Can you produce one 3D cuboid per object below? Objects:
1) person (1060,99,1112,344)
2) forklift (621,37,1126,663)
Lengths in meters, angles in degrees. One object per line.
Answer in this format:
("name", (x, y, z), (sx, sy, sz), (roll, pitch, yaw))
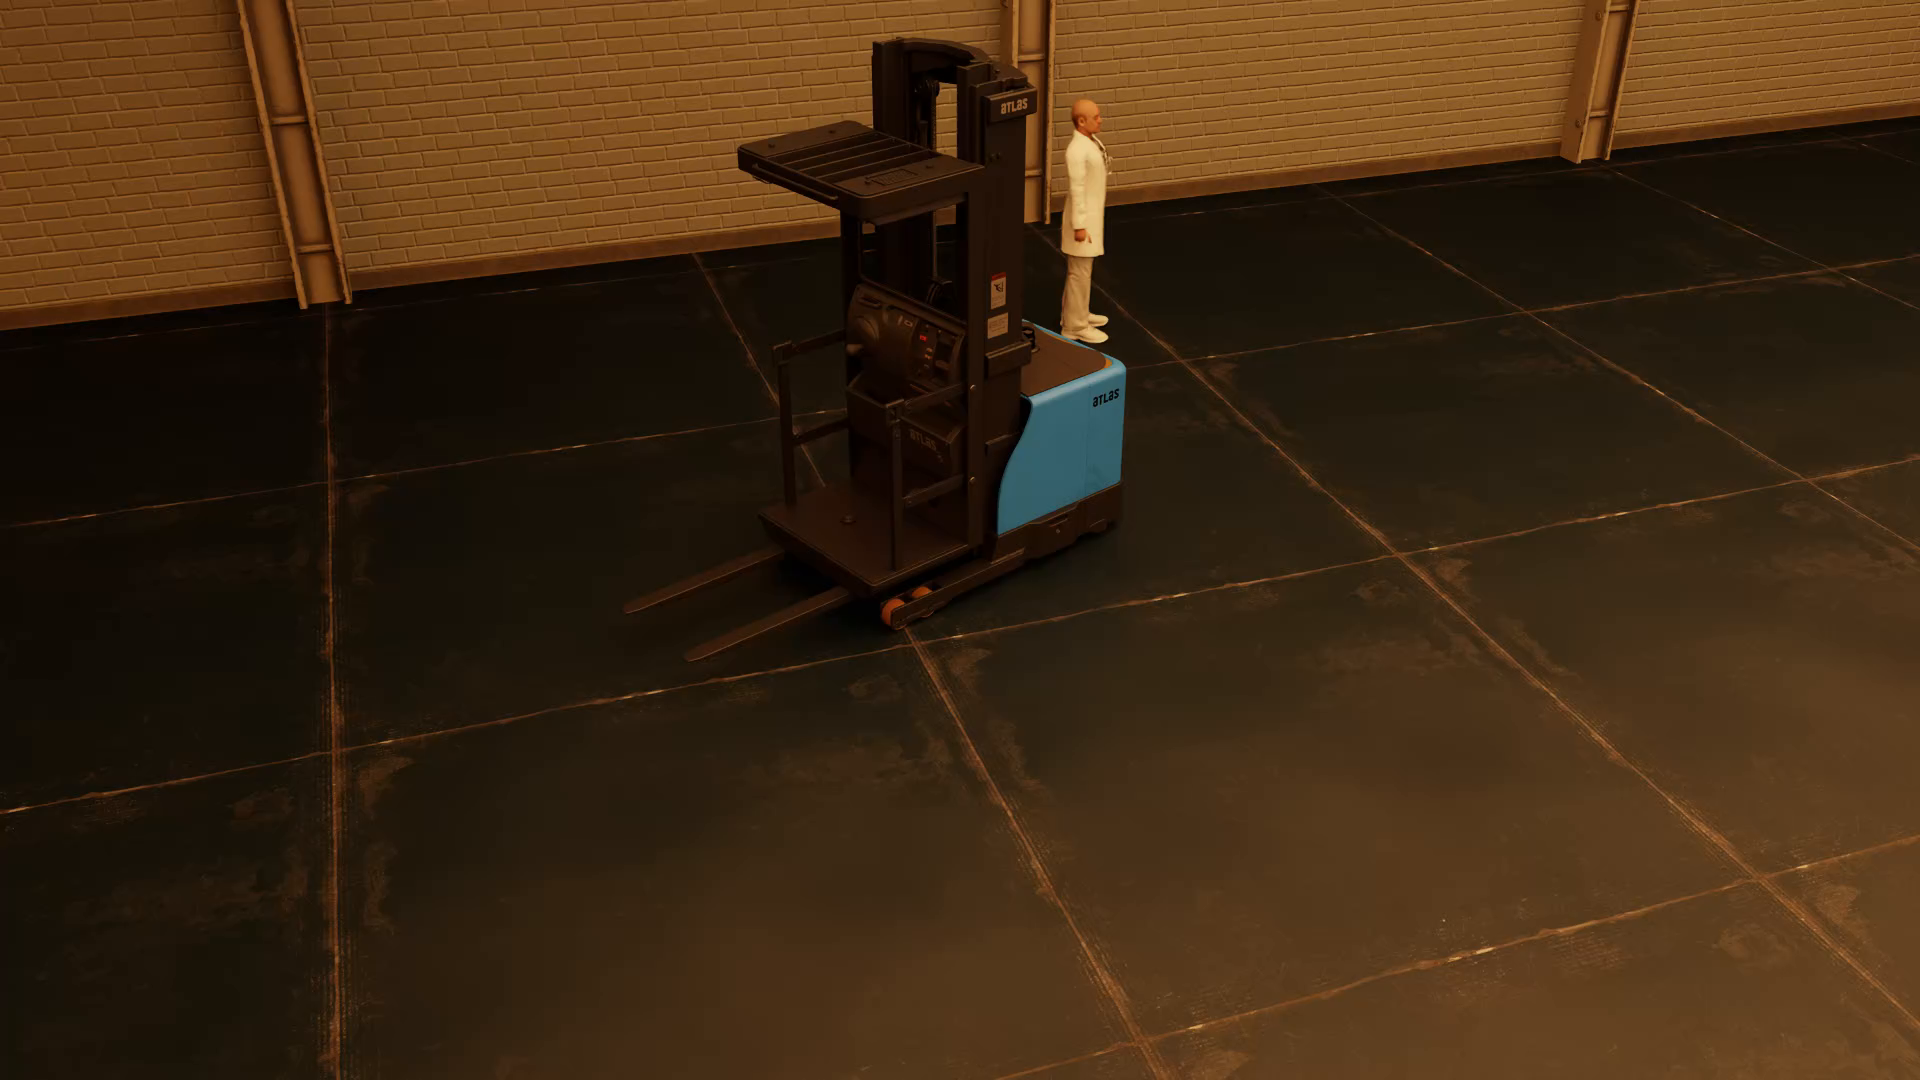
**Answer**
("person", (0.955, -2.389, 12.391), (0.386, 1.782, 0.548), (3, 30, 6))
("forklift", (-0.461, -1.072, 8.951), (3.031, 2.935, 1.130), (-23, 37, -34))
